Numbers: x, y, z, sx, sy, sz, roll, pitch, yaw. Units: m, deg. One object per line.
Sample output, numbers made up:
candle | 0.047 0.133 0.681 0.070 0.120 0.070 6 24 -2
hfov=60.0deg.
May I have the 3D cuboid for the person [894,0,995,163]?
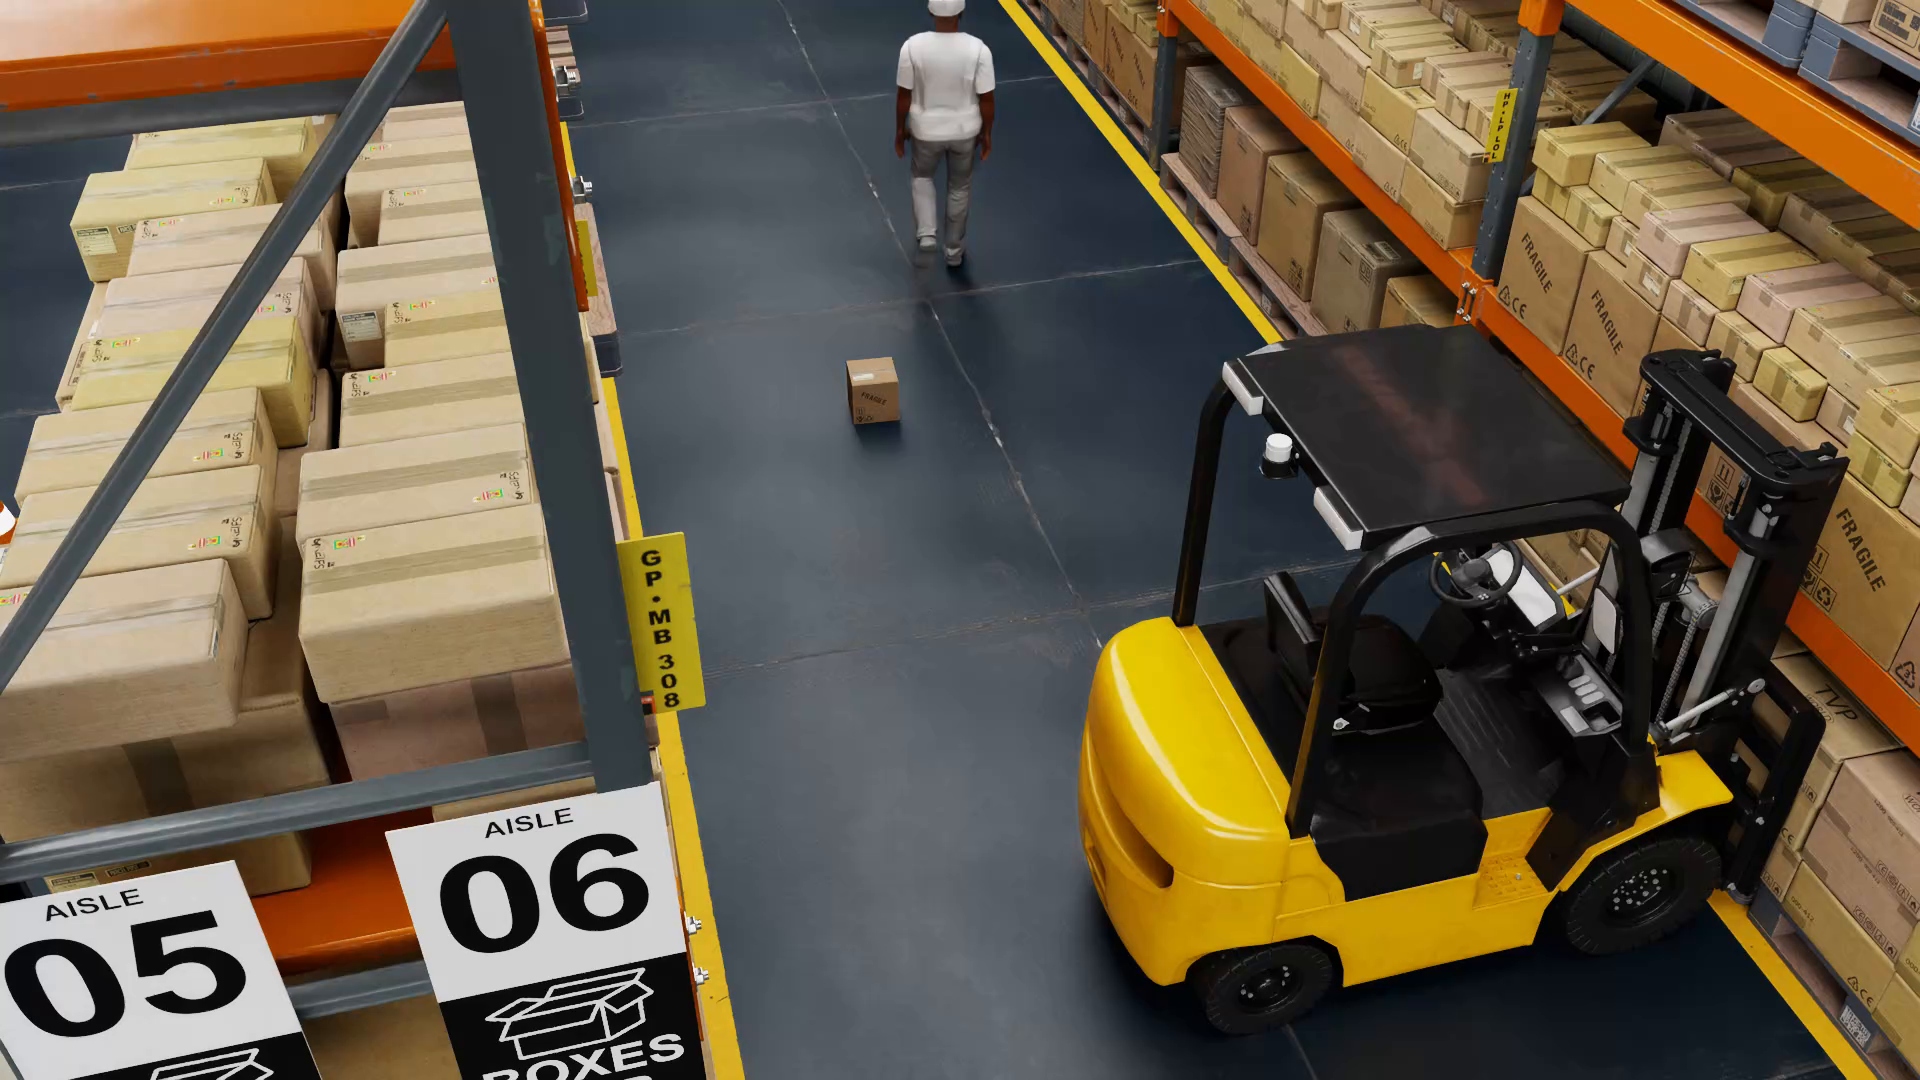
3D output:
person | -0.093 -2.661 9.513 0.587 1.083 0.337 1 38 1
